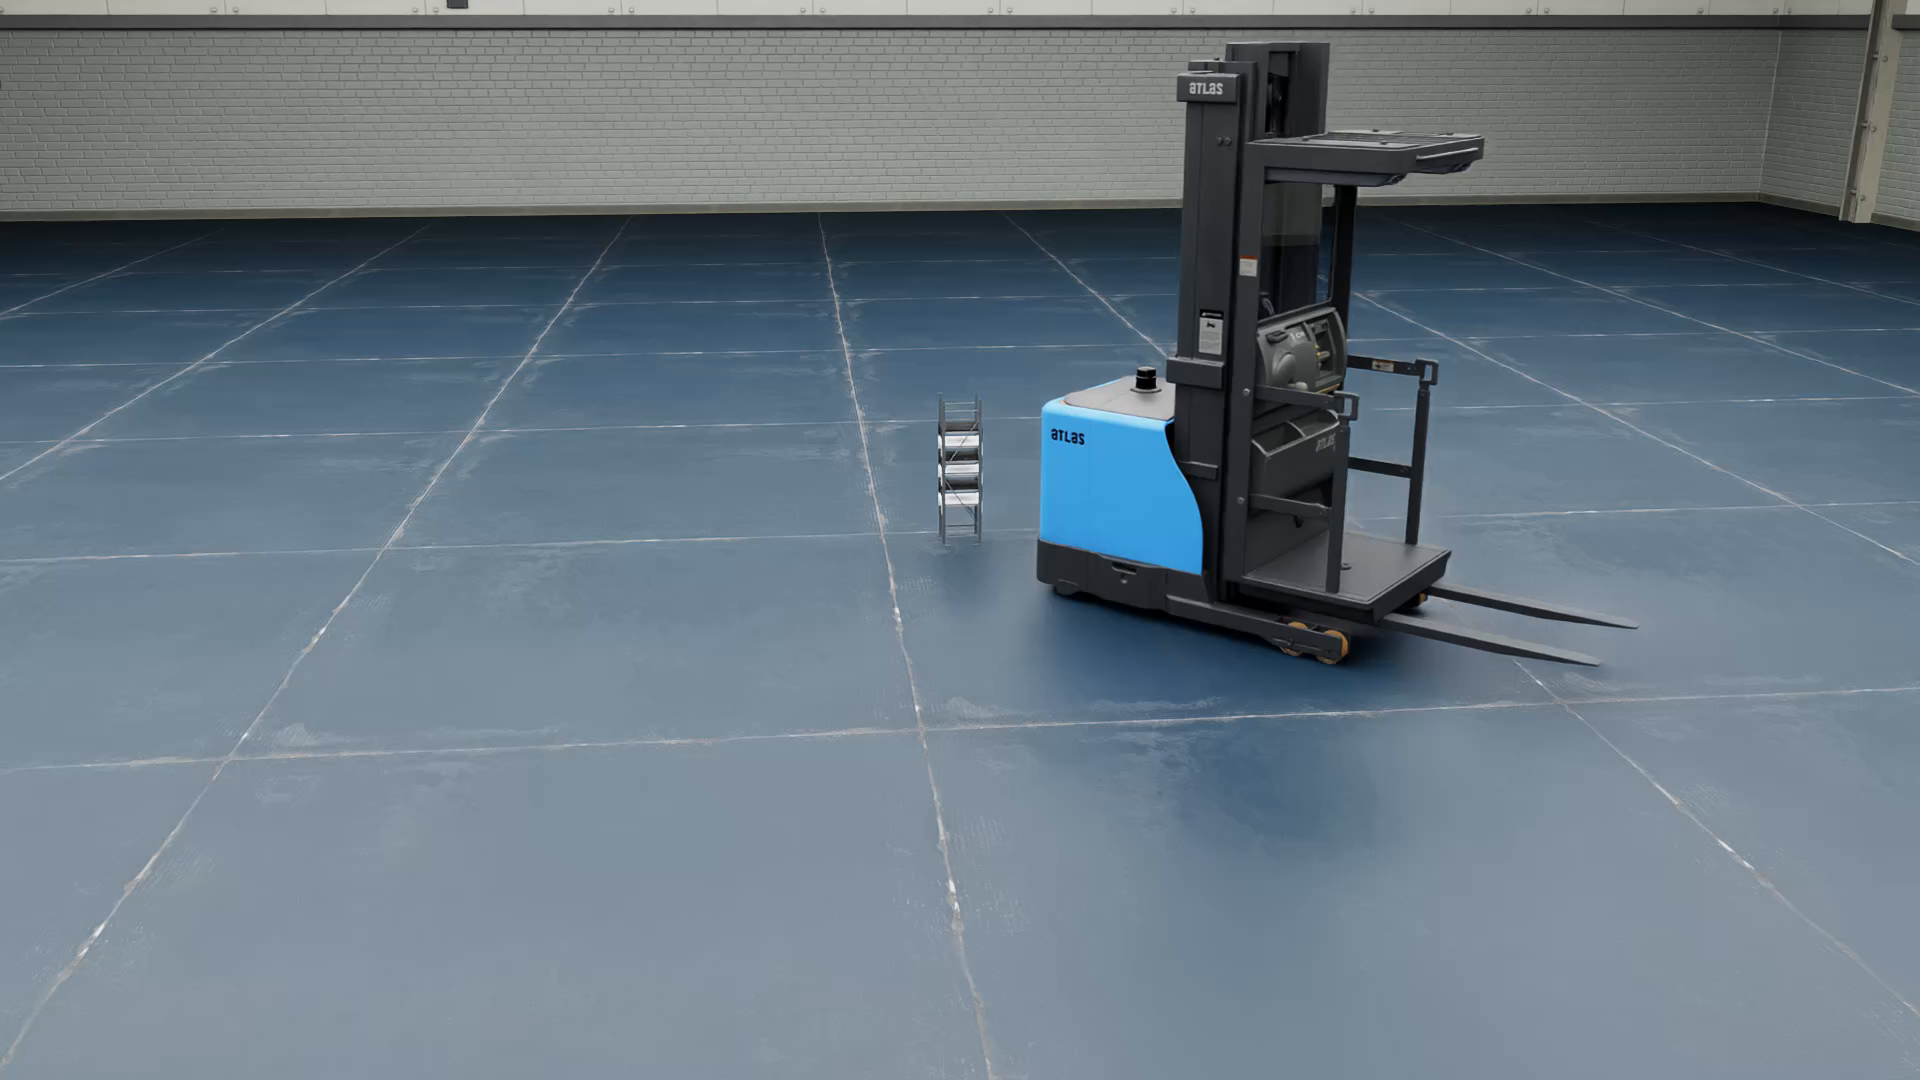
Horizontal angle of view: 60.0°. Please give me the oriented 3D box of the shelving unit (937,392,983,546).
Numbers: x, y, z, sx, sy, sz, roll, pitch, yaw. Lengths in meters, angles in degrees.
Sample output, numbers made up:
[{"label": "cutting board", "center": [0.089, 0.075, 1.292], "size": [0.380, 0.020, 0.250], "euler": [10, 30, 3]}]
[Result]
[{"label": "shelving unit", "center": [0.001, -0.427, 10.035], "size": [0.258, 0.900, 0.210], "euler": [-2, 18, -6]}]

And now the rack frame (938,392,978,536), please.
[{"label": "rack frame", "center": [-0.010, -0.457, 10.131], "size": [0.240, 0.900, 0.006], "euler": [-2, 18, -6]}]

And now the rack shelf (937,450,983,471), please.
[{"label": "rack shelf", "center": [0.001, -0.481, 10.018], "size": [0.258, 0.077, 0.200], "euler": [-2, 18, -6]}]

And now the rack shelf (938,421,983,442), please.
[{"label": "rack shelf", "center": [0.001, -0.653, 9.964], "size": [0.258, 0.077, 0.200], "euler": [-2, 18, -6]}]

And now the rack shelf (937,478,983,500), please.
[{"label": "rack shelf", "center": [0.001, -0.309, 10.072], "size": [0.258, 0.077, 0.200], "euler": [-2, 18, -6]}]

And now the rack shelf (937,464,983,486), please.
[{"label": "rack shelf", "center": [0.001, -0.395, 10.045], "size": [0.258, 0.077, 0.200], "euler": [-2, 18, -6]}]

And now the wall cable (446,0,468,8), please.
[{"label": "wall cable", "center": [-6.807, -11.159, 25.021], "size": [2.305, 6.003, 0.169], "euler": [-2, 18, -6]}]

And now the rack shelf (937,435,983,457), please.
[{"label": "rack shelf", "center": [0.001, -0.567, 9.991], "size": [0.258, 0.077, 0.200], "euler": [-2, 18, -6]}]

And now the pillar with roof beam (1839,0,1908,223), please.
[{"label": "pillar with roof beam", "center": [9.787, -9.170, 24.361], "size": [9.100, 9.000, 0.400], "euler": [-2, 18, -6]}]

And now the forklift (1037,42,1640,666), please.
[{"label": "forklift", "center": [1.910, -0.964, 8.356], "size": [3.031, 2.935, 1.130], "euler": [13, 21, 35]}]

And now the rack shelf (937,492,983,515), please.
[{"label": "rack shelf", "center": [0.001, -0.223, 10.098], "size": [0.258, 0.077, 0.200], "euler": [-2, 18, -6]}]

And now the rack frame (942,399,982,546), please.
[{"label": "rack frame", "center": [0.011, -0.397, 9.938], "size": [0.240, 0.900, 0.006], "euler": [-2, 18, -6]}]
